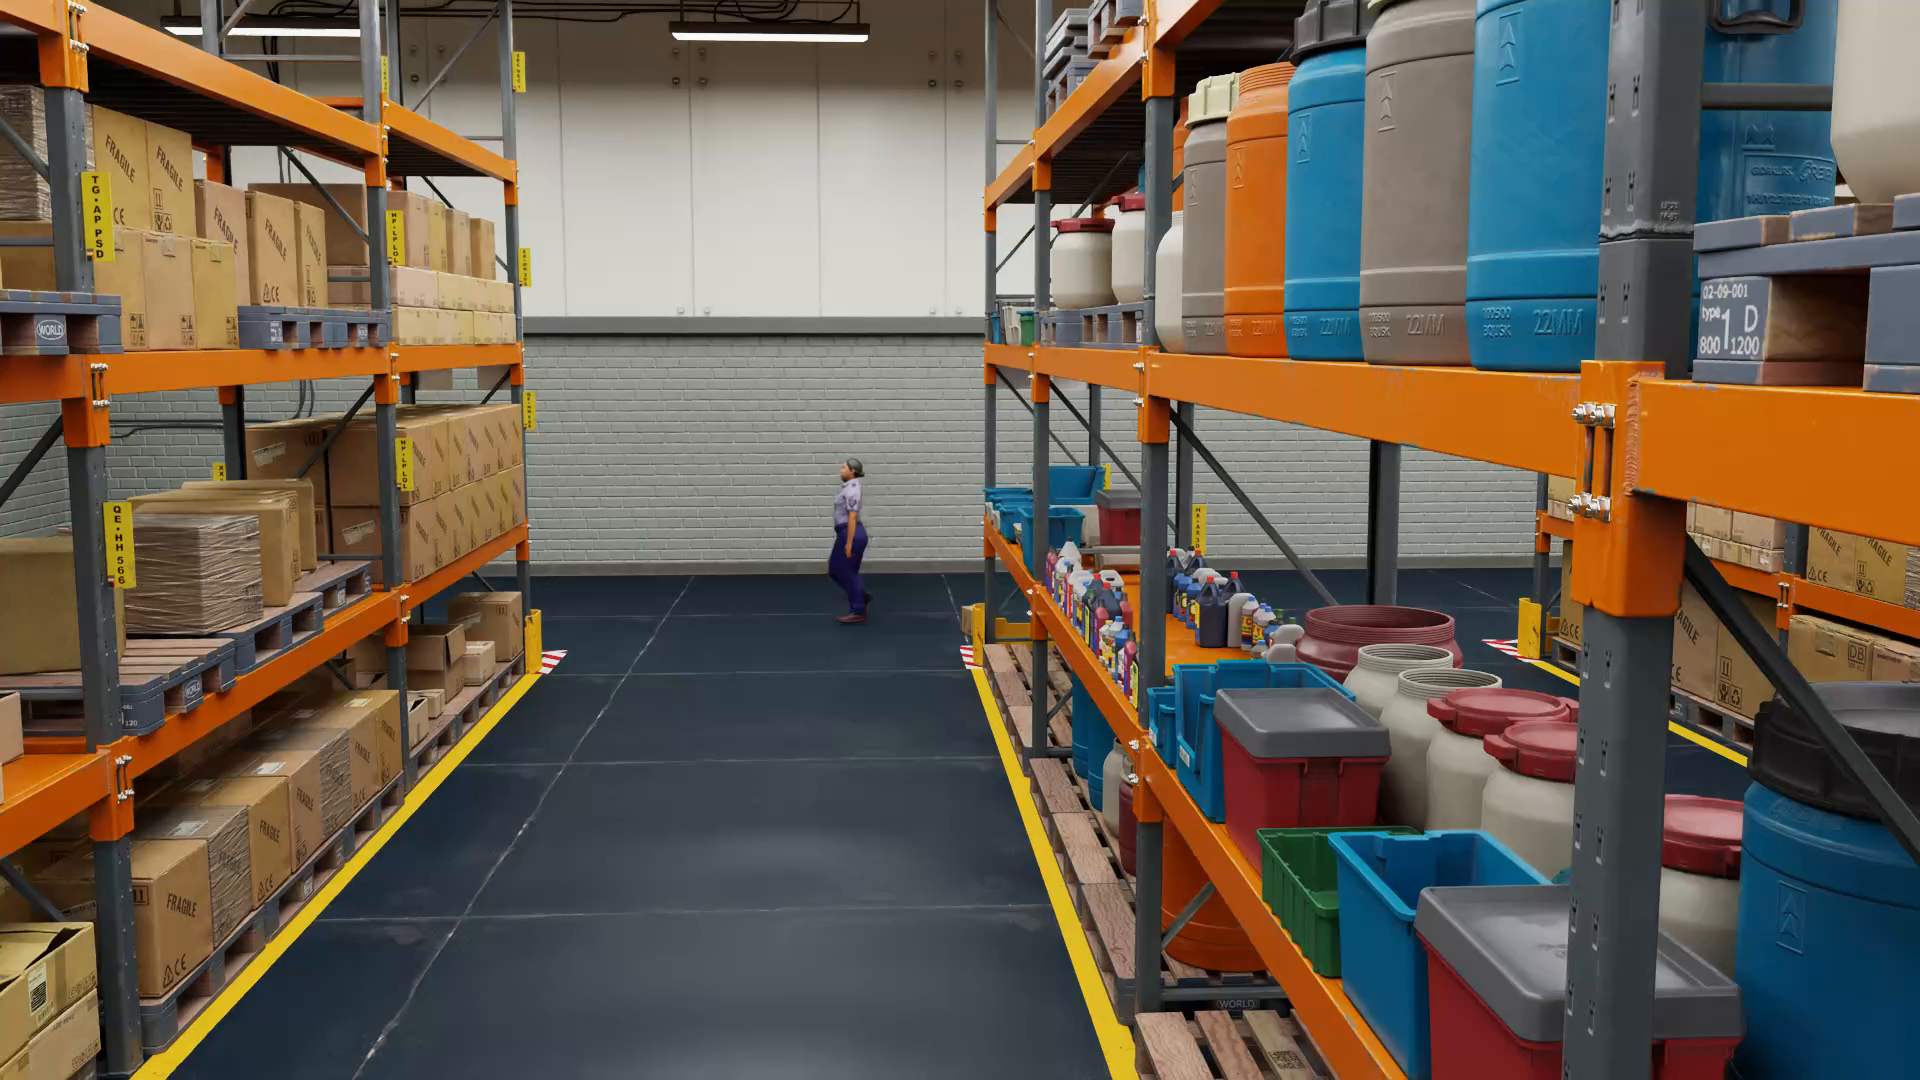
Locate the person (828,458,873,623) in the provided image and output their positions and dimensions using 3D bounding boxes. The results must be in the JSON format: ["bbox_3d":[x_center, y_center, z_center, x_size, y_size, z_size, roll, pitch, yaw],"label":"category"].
[{"bbox_3d":[-1.103,0.009,16.653,0.449,1.659,0.506,0,7,-3],"label":"person"}]
